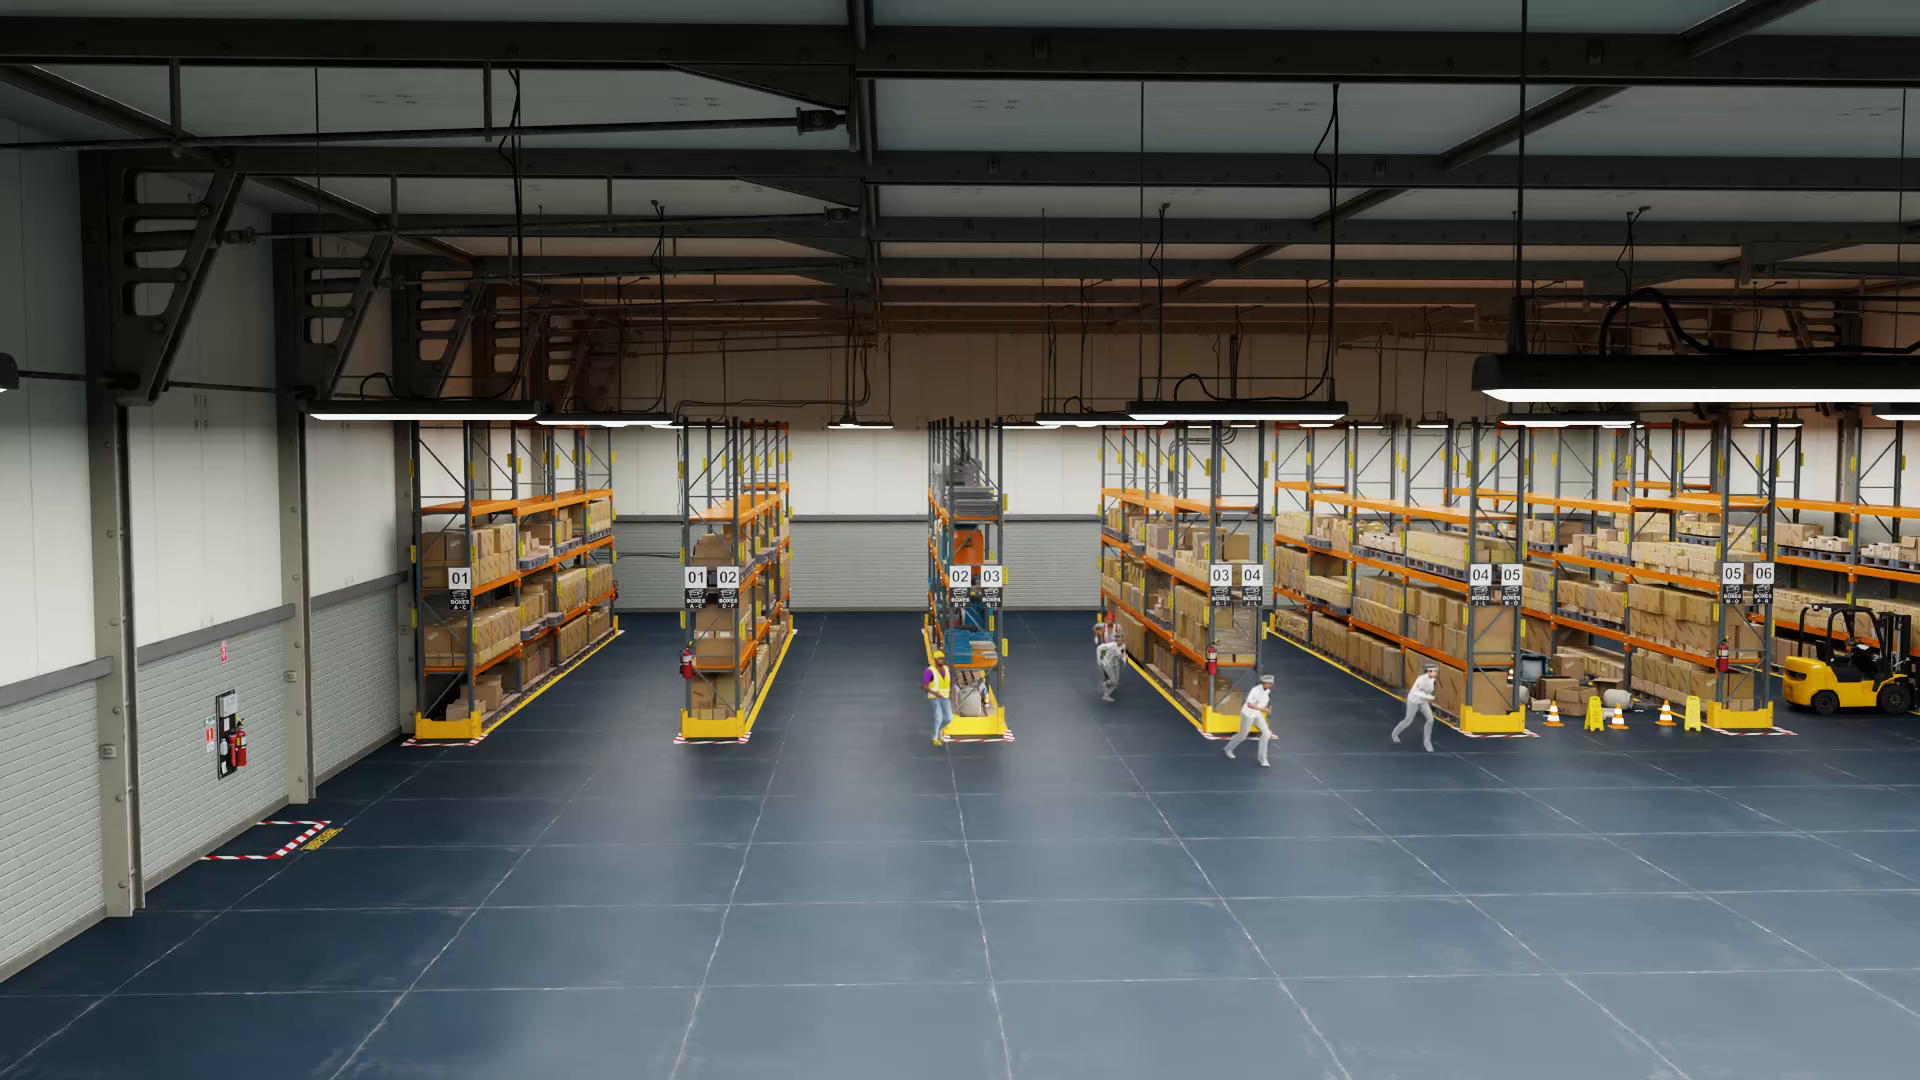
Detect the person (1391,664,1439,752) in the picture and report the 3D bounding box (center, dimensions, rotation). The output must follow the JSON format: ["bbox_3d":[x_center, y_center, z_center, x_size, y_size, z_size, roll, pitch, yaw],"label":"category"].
[{"bbox_3d":[8.228,2.999,30.059,0.658,1.623,0.960,-3,5,-41],"label":"person"}]

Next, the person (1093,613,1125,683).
[{"bbox_3d":[3.298,2.445,36.735,0.643,1.719,0.922,0,4,-5],"label":"person"}]

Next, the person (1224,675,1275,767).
[{"bbox_3d":[5.002,3.093,28.707,0.978,1.622,0.619,3,5,43],"label":"person"}]

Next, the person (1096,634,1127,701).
[{"bbox_3d":[3.204,2.697,35.108,0.641,1.491,0.748,-2,4,-27],"label":"person"}]

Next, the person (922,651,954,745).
[{"bbox_3d":[-0.362,2.877,30.318,0.748,1.719,0.602,-3,5,-36],"label":"person"}]
